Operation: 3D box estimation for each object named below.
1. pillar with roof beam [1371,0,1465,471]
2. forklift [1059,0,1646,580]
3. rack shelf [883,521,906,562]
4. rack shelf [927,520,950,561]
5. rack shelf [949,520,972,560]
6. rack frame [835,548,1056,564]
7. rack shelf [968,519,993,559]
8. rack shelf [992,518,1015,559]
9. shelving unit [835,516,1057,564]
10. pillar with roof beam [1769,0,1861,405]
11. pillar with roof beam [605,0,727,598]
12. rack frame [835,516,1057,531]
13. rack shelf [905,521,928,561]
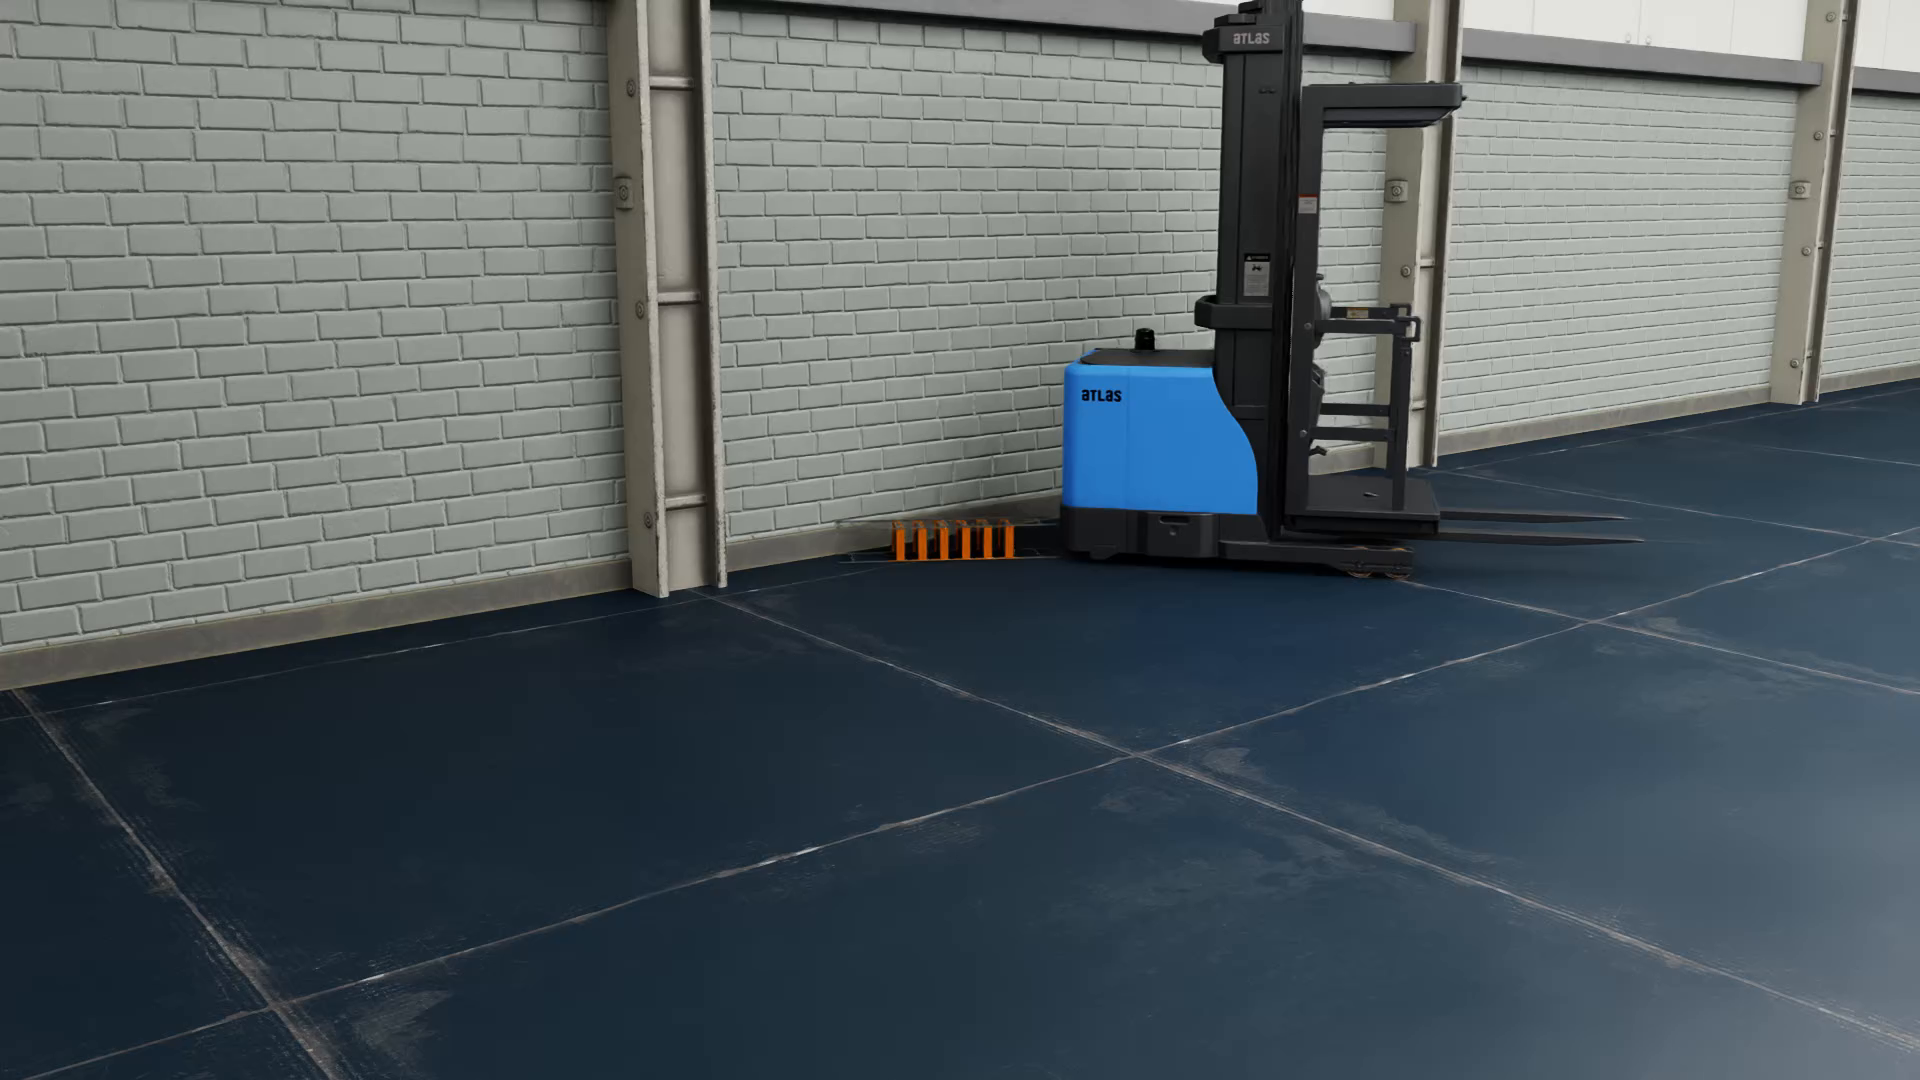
[{"bbox_3d":[5.936,-4.245,7.955,0.400,9.000,9.100,-9,15,-38],"label":"pillar with roof beam"},{"bbox_3d":[2.115,-1.347,8.916,3.031,2.935,1.130,3,12,12],"label":"forklift"},{"bbox_3d":[-0.362,0.004,9.129,0.103,0.180,0.258,-2,12,-9],"label":"rack shelf"},{"bbox_3d":[-0.125,-0.002,9.166,0.103,0.180,0.258,-2,12,-9],"label":"rack shelf"},{"bbox_3d":[-0.006,-0.006,9.184,0.103,0.180,0.258,-2,12,-9],"label":"rack shelf"},{"bbox_3d":[-0.082,0.086,9.191,1.200,0.006,0.240,-2,12,-9],"label":"rack frame"},{"bbox_3d":[0.112,-0.009,9.202,0.103,0.180,0.258,-2,12,-9],"label":"rack shelf"},{"bbox_3d":[0.231,-0.012,9.221,0.103,0.180,0.258,-2,12,-9],"label":"rack shelf"},{"bbox_3d":[-0.081,-0.003,9.173,1.200,0.189,0.258,-2,12,-9],"label":"shelving unit"},{"bbox_3d":[10.621,-5.024,11.622,0.400,9.000,9.100,-9,15,-38],"label":"pillar with roof beam"},{"bbox_3d":[1.251,-3.466,4.289,0.400,9.000,9.100,-9,15,-38],"label":"pillar with roof beam"},{"bbox_3d":[-0.081,-0.093,9.154,1.200,0.006,0.240,-2,12,-9],"label":"rack frame"},{"bbox_3d":[-0.243,0.001,9.147,0.103,0.180,0.258,-2,12,-9],"label":"rack shelf"}]
